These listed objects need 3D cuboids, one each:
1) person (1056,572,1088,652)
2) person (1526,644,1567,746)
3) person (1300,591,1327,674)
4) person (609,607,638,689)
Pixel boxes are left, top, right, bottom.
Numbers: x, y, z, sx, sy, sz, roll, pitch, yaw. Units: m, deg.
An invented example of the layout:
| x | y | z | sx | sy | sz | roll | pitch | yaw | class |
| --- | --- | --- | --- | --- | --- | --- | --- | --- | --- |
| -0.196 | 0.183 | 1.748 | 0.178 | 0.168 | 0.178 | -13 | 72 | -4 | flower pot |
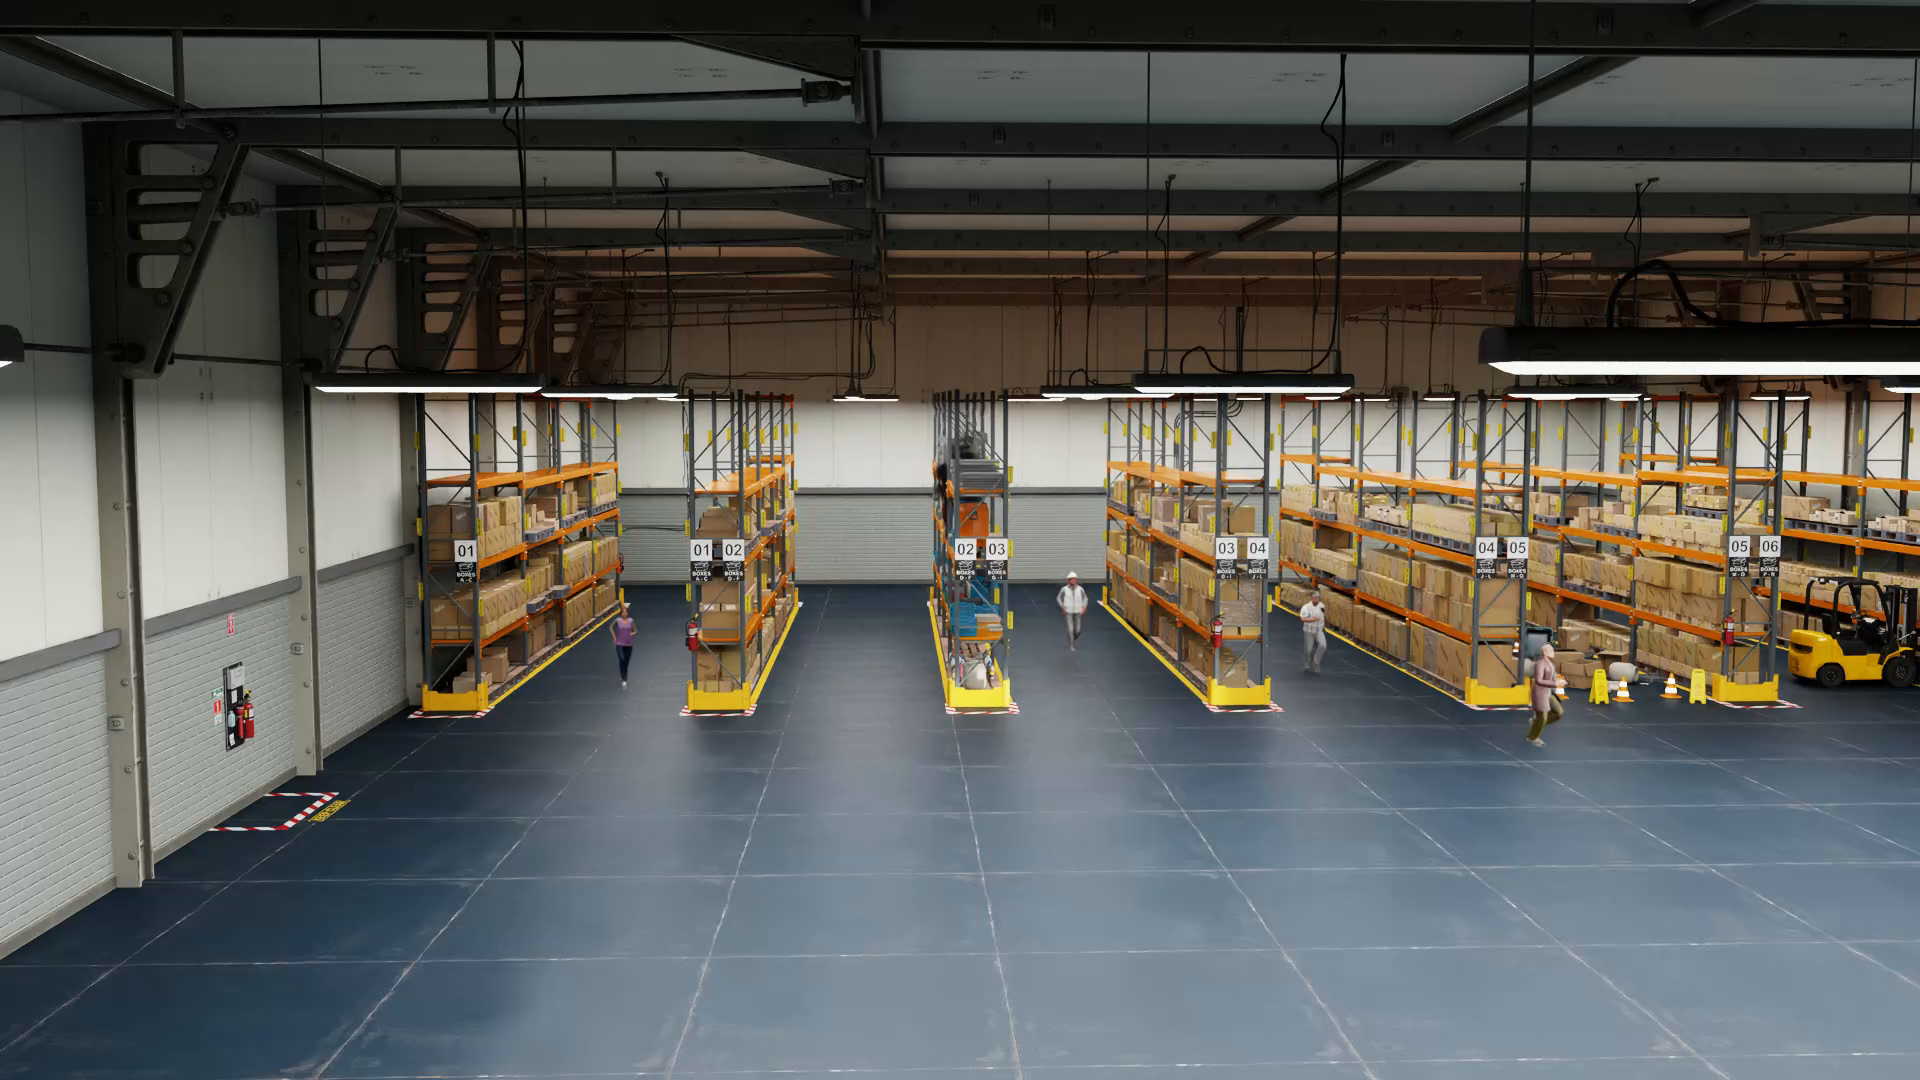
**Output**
| x | y | z | sx | sy | sz | roll | pitch | yaw | class |
| --- | --- | --- | --- | --- | --- | --- | --- | --- | --- |
| 2.467 | 1.581 | 36.576 | 0.700 | 1.744 | 0.616 | -1 | 5 | -8 | person |
| 9.798 | 2.593 | 27.763 | 0.723 | 1.729 | 0.756 | 4 | 6 | 43 | person |
| 7.543 | 1.959 | 35.455 | 0.690 | 1.798 | 0.847 | -1 | 5 | -14 | person |
| -6.824 | 2.159 | 33.805 | 0.534 | 1.626 | 0.820 | -2 | 5 | -22 | person |
